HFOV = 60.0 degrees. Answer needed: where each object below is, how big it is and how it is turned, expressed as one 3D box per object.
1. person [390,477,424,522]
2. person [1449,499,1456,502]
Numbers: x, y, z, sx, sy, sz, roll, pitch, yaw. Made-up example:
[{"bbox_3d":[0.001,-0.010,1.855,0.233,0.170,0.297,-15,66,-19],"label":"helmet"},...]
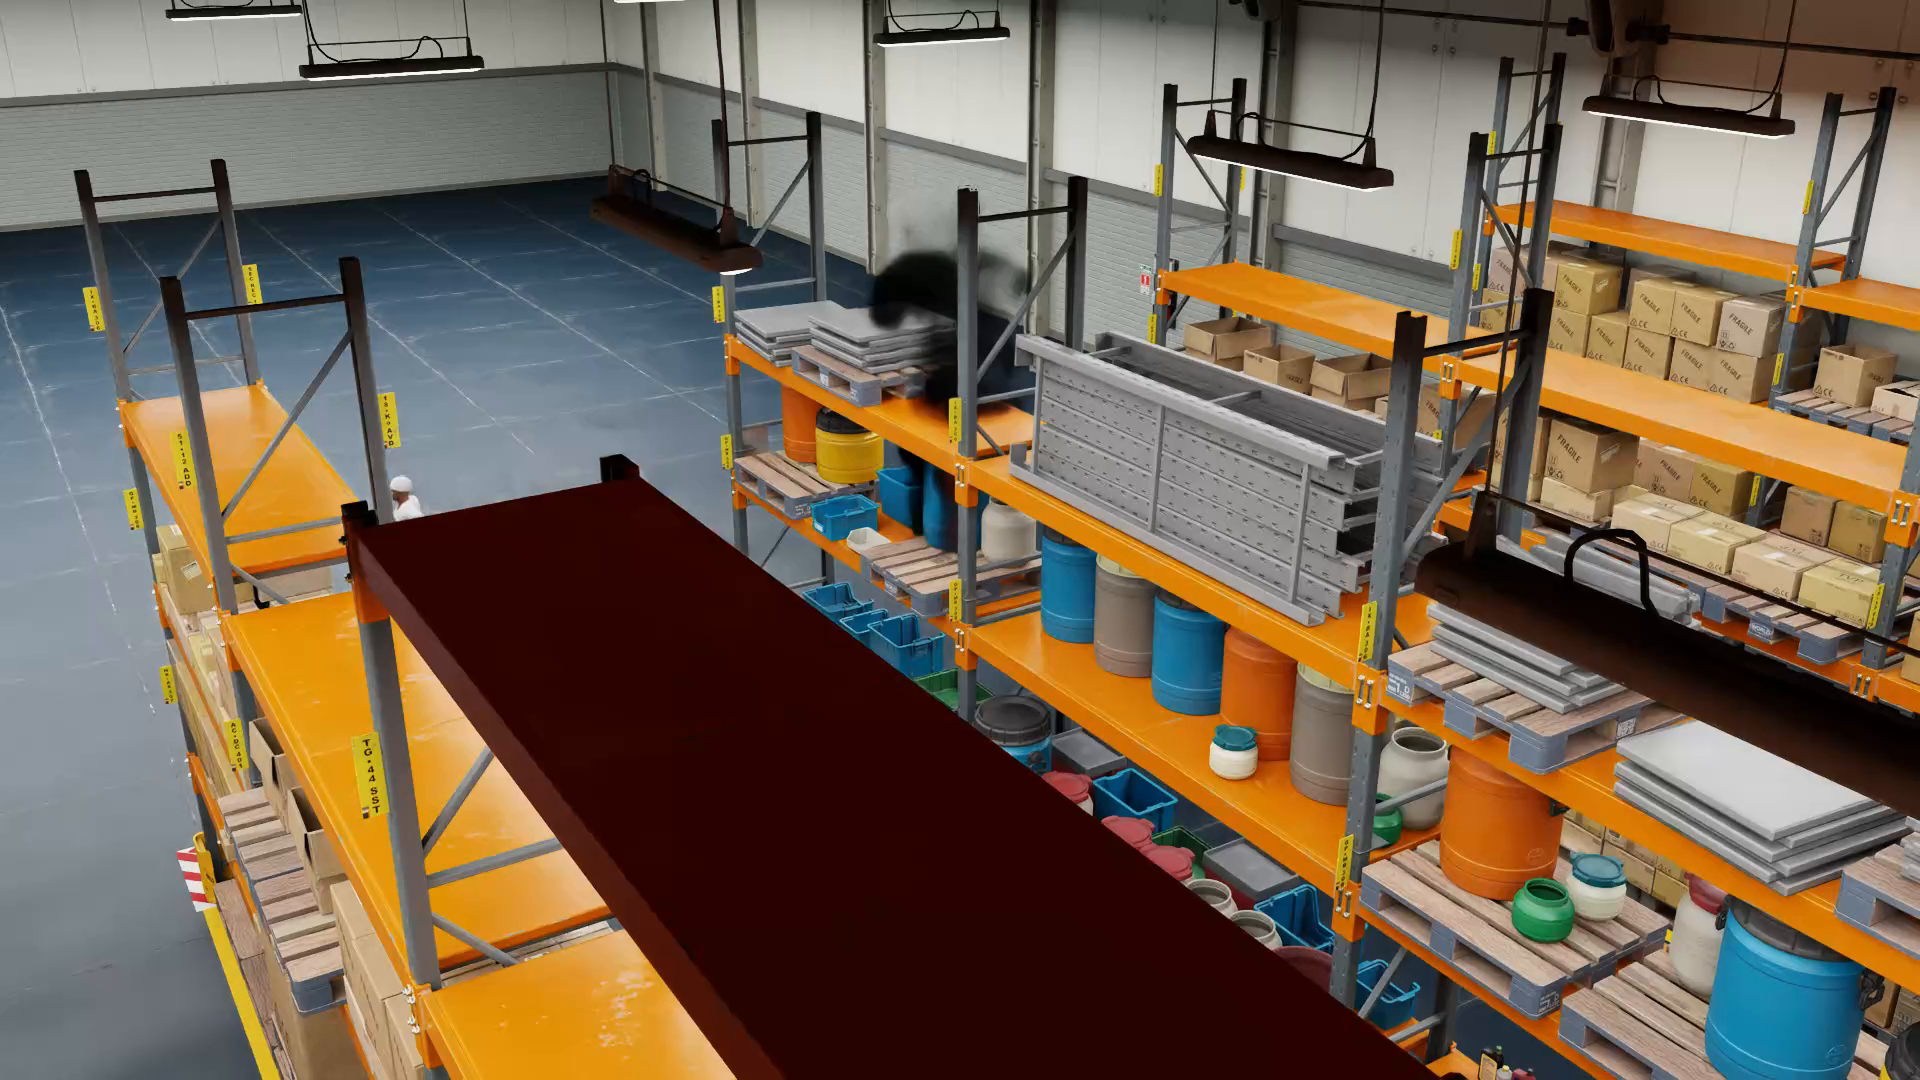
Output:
[{"bbox_3d":[-6.104,0.110,18.751,0.948,1.754,0.681,-5,22,-12],"label":"person"},{"bbox_3d":[5.312,0.409,17.979,0.690,1.771,1.042,-16,27,-35],"label":"person"}]
